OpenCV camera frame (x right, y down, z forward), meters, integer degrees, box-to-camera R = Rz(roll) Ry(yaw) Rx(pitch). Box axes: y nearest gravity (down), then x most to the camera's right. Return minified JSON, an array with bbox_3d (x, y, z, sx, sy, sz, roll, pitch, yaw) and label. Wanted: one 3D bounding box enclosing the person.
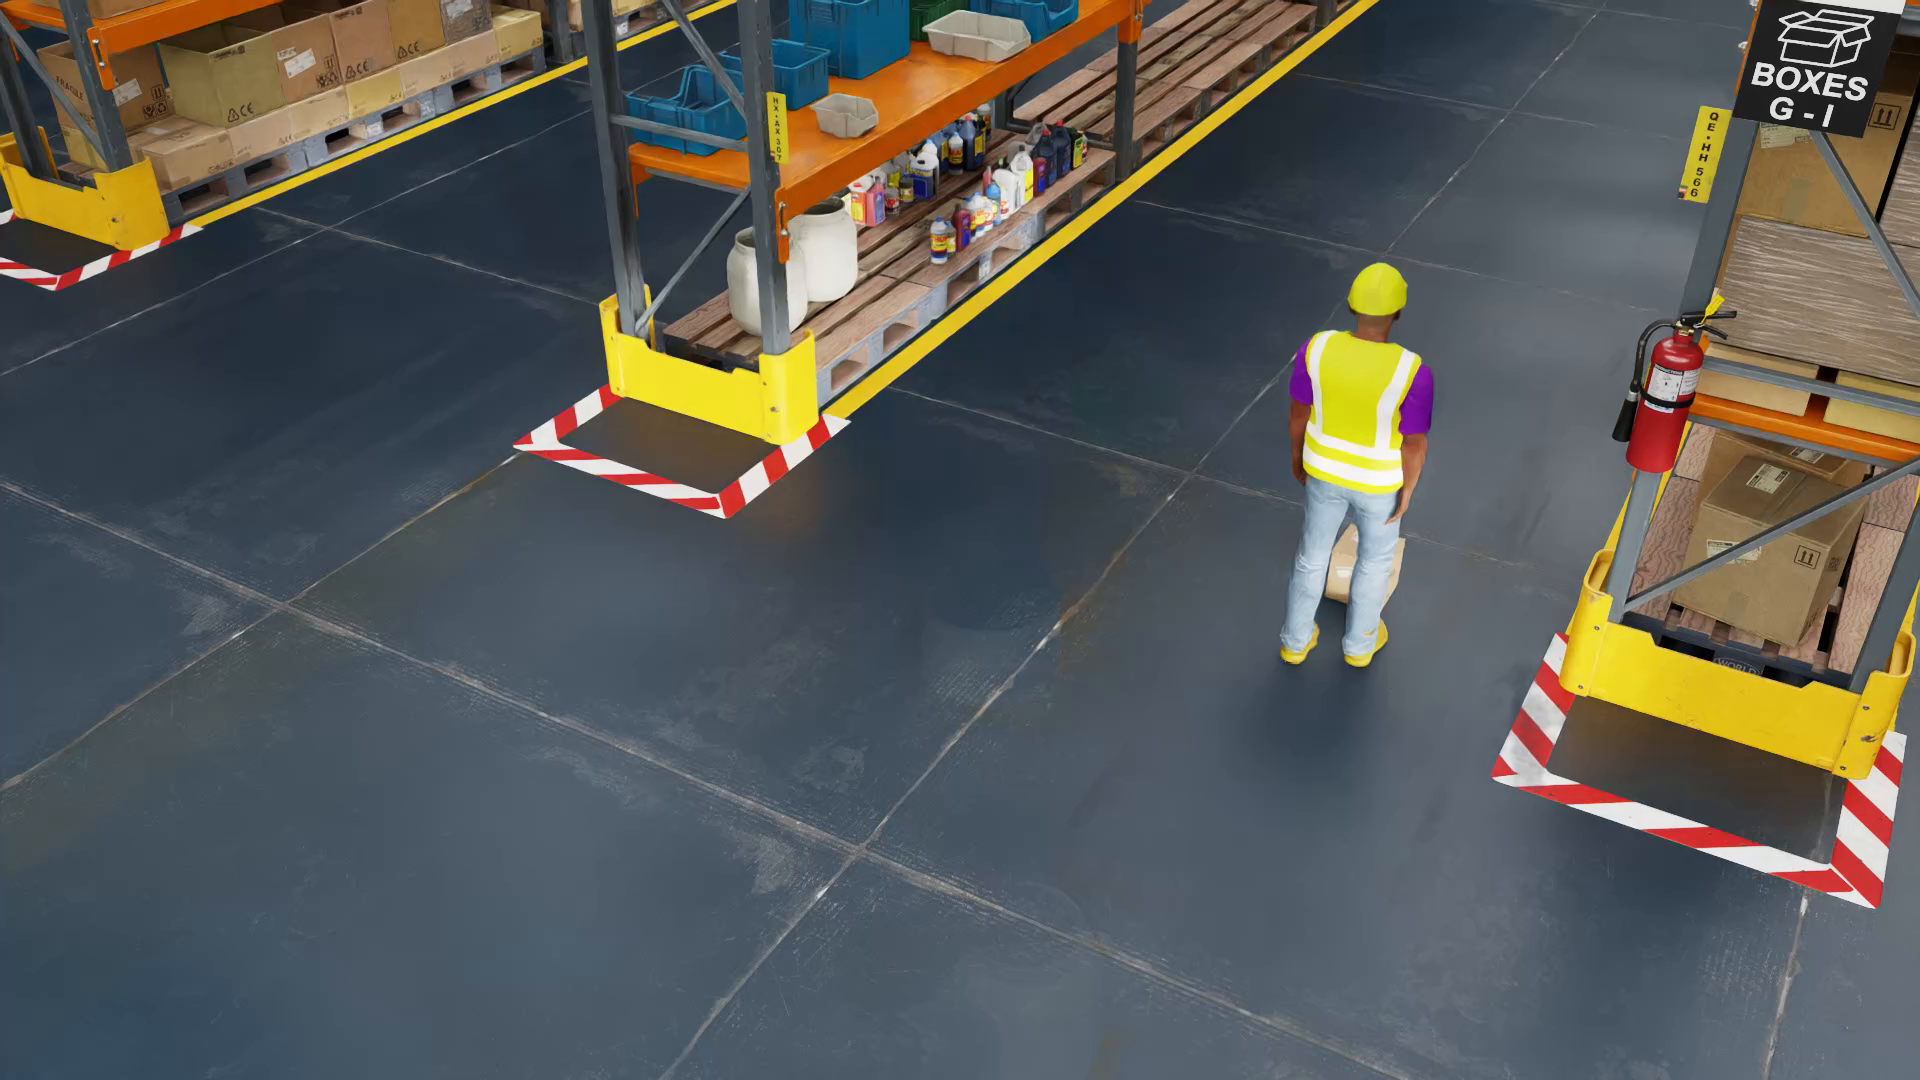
[{"bbox_3d":[1.553,-0.280,6.557,0.564,1.770,0.437,19,38,25],"label":"person"}]
